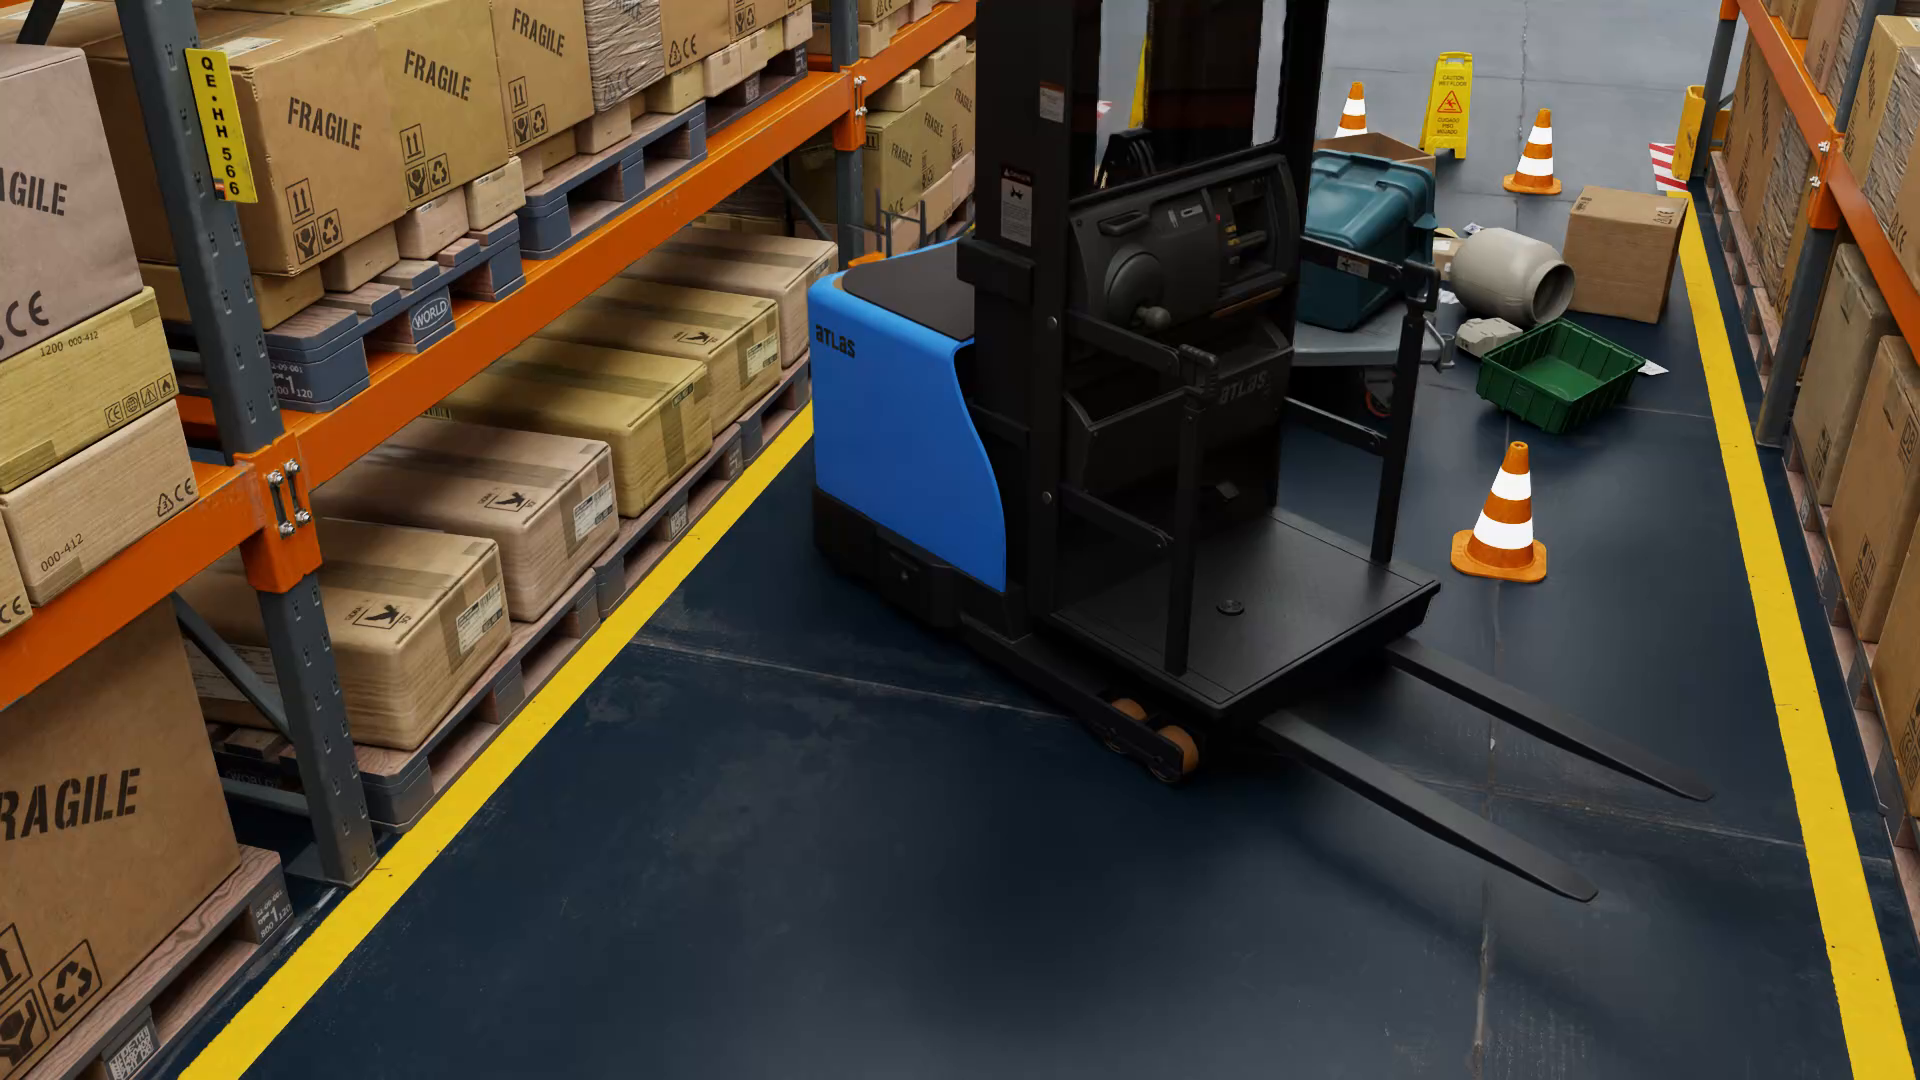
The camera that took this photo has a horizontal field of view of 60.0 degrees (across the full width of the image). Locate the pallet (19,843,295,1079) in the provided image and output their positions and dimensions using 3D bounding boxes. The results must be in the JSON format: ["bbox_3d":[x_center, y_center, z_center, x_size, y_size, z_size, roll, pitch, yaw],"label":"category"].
[{"bbox_3d":[-2.416,1.119,4.022,1.003,0.211,1.213,8,30,15],"label":"pallet"}]

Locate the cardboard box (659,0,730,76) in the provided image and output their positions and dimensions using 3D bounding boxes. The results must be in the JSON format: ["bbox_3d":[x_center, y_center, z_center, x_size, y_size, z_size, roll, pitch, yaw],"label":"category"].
[{"bbox_3d":[-1.156,-1.954,5.837,0.500,0.500,0.500,10,30,17],"label":"cardboard box"}]

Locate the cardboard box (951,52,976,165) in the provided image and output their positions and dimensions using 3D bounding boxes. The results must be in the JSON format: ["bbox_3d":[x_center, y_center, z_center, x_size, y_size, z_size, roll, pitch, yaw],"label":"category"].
[{"bbox_3d":[-0.207,-2.351,9.015,0.500,0.500,0.500,10,31,17],"label":"cardboard box"}]

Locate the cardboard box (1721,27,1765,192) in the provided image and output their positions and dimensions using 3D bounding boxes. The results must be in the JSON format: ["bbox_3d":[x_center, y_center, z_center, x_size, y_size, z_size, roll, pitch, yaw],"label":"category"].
[{"bbox_3d":[4.861,-2.444,9.312,0.875,0.875,0.875,9,30,15],"label":"cardboard box"}]

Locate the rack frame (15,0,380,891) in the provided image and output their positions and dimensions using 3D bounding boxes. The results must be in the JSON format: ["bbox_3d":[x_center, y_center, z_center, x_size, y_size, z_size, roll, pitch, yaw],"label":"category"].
[{"bbox_3d":[-2.113,-0.455,3.983,1.000,3.000,0.127,8,30,15],"label":"rack frame"}]

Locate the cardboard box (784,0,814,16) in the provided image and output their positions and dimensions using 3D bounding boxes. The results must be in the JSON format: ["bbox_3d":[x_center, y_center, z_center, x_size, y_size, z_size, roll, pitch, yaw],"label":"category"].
[{"bbox_3d":[-0.855,-2.424,6.681,0.500,0.500,0.500,8,30,14],"label":"cardboard box"}]

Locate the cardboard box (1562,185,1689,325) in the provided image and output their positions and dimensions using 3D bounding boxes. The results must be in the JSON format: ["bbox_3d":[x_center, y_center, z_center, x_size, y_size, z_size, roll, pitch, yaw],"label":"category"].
[{"bbox_3d":[3.298,-1.431,8.306,0.500,0.500,0.500,14,32,23],"label":"cardboard box"}]

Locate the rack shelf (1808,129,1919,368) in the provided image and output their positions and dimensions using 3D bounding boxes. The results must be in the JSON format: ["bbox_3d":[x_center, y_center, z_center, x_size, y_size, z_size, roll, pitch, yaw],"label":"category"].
[{"bbox_3d":[3.236,-0.411,4.643,1.077,0.370,4.000,8,30,15],"label":"rack shelf"}]

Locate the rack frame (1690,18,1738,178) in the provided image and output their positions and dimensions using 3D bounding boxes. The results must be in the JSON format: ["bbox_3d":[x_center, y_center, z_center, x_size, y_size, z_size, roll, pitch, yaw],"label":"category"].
[{"bbox_3d":[4.997,-3.514,9.481,1.000,3.000,0.127,8,30,15],"label":"rack frame"}]

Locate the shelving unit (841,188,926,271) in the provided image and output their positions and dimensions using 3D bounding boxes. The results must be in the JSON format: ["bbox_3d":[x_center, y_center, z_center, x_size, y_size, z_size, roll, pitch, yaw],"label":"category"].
[{"bbox_3d":[-0.277,-0.695,6.266,0.258,1.200,0.189,22,36,34],"label":"shelving unit"}]

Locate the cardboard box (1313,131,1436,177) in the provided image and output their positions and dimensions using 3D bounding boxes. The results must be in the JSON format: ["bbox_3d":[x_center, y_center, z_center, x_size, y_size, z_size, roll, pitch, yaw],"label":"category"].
[{"bbox_3d":[2.140,-1.905,9.156,0.797,0.503,0.637,-12,31,-20],"label":"cardboard box"}]

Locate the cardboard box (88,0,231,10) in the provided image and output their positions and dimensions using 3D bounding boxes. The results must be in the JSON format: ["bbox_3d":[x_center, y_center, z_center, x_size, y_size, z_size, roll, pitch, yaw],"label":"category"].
[{"bbox_3d":[-2.104,-1.305,4.670,0.500,0.500,0.500,8,30,14],"label":"cardboard box"}]

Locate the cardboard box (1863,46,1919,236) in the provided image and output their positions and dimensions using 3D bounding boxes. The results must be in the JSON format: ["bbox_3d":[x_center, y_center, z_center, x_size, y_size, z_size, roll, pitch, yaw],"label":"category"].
[{"bbox_3d":[3.264,-1.258,5.323,0.500,0.500,0.500,9,30,15],"label":"cardboard box"}]

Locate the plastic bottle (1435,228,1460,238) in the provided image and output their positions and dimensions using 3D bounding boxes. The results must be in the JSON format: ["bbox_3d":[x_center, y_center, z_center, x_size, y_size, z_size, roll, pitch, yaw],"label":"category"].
[{"bbox_3d":[2.679,-1.643,9.140,0.133,0.061,0.283,-1,29,-3],"label":"plastic bottle"}]

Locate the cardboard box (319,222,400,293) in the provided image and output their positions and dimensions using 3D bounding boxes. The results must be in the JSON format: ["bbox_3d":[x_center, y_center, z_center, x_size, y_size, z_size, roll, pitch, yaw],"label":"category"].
[{"bbox_3d":[-1.724,-0.780,4.393,0.380,0.149,0.250,7,30,12],"label":"cardboard box"}]

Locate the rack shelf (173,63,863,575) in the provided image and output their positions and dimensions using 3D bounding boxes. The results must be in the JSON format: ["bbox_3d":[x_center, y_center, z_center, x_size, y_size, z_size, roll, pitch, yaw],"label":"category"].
[{"bbox_3d":[-1.525,-1.070,5.829,1.077,0.370,4.000,8,30,15],"label":"rack shelf"}]

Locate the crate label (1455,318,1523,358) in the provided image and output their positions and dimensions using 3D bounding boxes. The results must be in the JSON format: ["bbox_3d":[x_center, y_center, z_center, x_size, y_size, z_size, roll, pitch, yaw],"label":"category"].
[{"bbox_3d":[2.488,-0.943,7.805,0.298,0.136,0.250,-12,31,-20],"label":"crate label"}]

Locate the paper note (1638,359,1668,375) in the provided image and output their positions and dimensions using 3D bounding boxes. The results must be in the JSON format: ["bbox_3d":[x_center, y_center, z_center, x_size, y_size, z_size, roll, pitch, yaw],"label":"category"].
[{"bbox_3d":[3.155,-0.799,7.655,0.147,0.020,0.142,-12,31,-20],"label":"paper note"}]

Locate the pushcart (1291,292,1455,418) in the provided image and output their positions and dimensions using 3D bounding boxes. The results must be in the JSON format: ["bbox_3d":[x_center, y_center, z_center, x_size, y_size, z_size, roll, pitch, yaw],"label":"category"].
[{"bbox_3d":[1.256,-0.866,7.419,1.648,0.377,0.936,-1,29,-3],"label":"pushcart"}]

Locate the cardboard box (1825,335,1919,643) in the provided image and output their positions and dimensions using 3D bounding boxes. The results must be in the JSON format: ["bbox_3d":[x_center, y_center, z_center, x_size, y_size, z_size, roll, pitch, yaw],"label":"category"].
[{"bbox_3d":[3.440,-0.106,5.238,1.050,0.750,0.750,8,30,15],"label":"cardboard box"}]

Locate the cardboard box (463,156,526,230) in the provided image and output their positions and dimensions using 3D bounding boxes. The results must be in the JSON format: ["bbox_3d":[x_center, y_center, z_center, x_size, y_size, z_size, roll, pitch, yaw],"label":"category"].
[{"bbox_3d":[-1.499,-1.026,4.835,0.380,0.149,0.250,9,30,15],"label":"cardboard box"}]

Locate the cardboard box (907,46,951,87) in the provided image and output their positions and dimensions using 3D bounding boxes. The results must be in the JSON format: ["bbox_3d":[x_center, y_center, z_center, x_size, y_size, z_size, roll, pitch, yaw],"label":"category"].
[{"bbox_3d":[-0.264,-2.432,8.493,0.380,0.149,0.250,10,31,17],"label":"cardboard box"}]

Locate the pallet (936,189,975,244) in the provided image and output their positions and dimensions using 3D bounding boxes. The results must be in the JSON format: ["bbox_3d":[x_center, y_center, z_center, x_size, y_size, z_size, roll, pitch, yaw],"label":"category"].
[{"bbox_3d":[-0.419,-1.982,9.595,1.003,0.211,1.213,8,30,15],"label":"pallet"}]

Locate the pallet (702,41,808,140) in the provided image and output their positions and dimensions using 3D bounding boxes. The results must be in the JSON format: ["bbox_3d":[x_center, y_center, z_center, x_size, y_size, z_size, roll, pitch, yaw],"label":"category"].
[{"bbox_3d":[-1.302,-1.896,6.770,1.003,0.211,1.213,8,30,15],"label":"pallet"}]

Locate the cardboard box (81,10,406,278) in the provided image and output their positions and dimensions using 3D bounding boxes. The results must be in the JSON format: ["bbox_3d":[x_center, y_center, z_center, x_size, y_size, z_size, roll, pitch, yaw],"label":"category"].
[{"bbox_3d":[-1.759,-0.989,4.101,0.500,0.500,0.500,8,30,13],"label":"cardboard box"}]

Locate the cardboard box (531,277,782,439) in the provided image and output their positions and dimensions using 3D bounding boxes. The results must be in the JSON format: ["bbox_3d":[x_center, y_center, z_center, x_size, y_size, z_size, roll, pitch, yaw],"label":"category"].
[{"bbox_3d":[-1.298,-0.771,6.821,0.950,0.372,0.625,10,31,18],"label":"cardboard box"}]

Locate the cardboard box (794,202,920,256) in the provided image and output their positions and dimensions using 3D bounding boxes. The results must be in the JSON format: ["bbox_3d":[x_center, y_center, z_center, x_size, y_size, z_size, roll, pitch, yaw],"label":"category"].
[{"bbox_3d":[-0.507,-1.532,8.314,0.500,0.250,0.500,7,30,13],"label":"cardboard box"}]

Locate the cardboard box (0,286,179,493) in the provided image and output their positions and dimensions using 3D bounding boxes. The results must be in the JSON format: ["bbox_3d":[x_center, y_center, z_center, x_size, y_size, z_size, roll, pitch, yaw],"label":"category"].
[{"bbox_3d":[-2.012,-0.347,3.428,0.500,0.250,0.500,8,30,15],"label":"cardboard box"}]

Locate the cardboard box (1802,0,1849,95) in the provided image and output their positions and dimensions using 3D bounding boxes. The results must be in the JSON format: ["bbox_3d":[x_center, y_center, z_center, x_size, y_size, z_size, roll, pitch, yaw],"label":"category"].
[{"bbox_3d":[4.060,-2.152,6.879,0.875,0.550,0.550,8,30,15],"label":"cardboard box"}]

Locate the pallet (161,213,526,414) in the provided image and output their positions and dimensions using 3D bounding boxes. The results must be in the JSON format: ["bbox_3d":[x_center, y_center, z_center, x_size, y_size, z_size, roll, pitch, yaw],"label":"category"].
[{"bbox_3d":[-2.005,-0.718,4.652,1.213,0.211,1.003,8,30,15],"label":"pallet"}]

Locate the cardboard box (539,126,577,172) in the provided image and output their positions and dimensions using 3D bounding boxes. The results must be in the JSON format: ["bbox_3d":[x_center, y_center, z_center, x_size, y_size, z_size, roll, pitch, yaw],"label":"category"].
[{"bbox_3d":[-1.458,-1.286,5.302,0.380,0.149,0.250,10,31,17],"label":"cardboard box"}]

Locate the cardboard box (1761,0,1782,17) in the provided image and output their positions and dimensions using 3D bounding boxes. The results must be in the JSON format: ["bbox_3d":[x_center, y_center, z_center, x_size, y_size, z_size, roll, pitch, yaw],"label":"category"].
[{"bbox_3d":[4.507,-2.899,8.222,0.875,0.550,0.550,8,30,15],"label":"cardboard box"}]

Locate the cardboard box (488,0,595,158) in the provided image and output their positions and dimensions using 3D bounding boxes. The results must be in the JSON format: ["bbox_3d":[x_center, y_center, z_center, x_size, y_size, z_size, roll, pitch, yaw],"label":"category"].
[{"bbox_3d":[-1.463,-1.480,4.983,0.500,0.500,0.500,9,30,16],"label":"cardboard box"}]

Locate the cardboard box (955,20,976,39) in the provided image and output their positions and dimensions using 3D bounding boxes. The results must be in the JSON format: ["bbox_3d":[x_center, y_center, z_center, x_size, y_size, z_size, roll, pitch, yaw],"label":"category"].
[{"bbox_3d":[0.050,-2.938,9.403,0.380,0.149,0.250,10,31,17],"label":"cardboard box"}]

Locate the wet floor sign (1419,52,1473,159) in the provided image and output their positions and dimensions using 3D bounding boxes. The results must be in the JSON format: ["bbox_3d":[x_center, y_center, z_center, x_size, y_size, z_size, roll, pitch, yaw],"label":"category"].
[{"bbox_3d":[3.113,-2.781,10.585,0.267,0.644,0.232,3,29,6],"label":"wet floor sign"}]

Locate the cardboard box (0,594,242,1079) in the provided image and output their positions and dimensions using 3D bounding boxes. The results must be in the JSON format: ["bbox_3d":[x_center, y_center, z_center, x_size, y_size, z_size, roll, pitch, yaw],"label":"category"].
[{"bbox_3d":[-2.395,0.599,3.842,0.875,0.875,0.875,8,30,14],"label":"cardboard box"}]

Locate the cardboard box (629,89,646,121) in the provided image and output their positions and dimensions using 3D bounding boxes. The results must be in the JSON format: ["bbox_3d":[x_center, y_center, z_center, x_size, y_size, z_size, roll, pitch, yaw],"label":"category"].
[{"bbox_3d":[-1.314,-1.530,5.741,0.380,0.149,0.250,7,30,13],"label":"cardboard box"}]

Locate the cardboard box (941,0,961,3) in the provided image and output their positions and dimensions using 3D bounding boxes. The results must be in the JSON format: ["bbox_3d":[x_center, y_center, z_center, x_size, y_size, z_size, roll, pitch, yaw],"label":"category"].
[{"bbox_3d":[-0.155,-2.898,8.633,0.380,0.149,0.250,9,30,15],"label":"cardboard box"}]

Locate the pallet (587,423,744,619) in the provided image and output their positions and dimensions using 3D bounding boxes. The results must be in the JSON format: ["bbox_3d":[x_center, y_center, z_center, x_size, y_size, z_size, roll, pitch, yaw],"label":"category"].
[{"bbox_3d":[-1.522,-0.165,6.329,1.003,0.211,1.213,8,30,15],"label":"pallet"}]

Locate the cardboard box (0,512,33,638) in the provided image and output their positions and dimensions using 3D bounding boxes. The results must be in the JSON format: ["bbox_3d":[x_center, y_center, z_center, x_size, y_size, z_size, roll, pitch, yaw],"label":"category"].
[{"bbox_3d":[-2.148,0.122,3.100,0.500,0.250,0.500,9,30,16],"label":"cardboard box"}]

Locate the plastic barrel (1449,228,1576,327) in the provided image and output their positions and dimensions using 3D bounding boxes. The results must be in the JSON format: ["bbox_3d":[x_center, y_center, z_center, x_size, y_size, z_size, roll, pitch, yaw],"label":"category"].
[{"bbox_3d":[2.690,-1.275,8.107,0.421,0.421,0.512,-17,34,-28],"label":"plastic barrel"}]

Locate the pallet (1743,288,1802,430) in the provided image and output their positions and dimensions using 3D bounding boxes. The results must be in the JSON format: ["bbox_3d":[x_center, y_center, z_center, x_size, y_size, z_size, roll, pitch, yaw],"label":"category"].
[{"bbox_3d":[4.121,-0.778,7.432,1.003,0.211,1.213,8,30,15],"label":"pallet"}]

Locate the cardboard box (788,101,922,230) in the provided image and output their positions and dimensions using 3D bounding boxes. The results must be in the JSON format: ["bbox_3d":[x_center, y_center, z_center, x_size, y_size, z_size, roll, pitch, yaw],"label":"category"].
[{"bbox_3d":[-0.507,-1.860,8.132,0.500,0.500,0.500,10,31,17],"label":"cardboard box"}]

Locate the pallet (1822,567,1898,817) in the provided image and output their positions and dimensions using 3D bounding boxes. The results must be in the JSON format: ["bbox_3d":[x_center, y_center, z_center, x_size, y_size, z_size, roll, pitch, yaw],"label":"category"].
[{"bbox_3d":[3.313,0.502,5.131,1.003,0.211,1.213,8,30,15],"label":"pallet"}]

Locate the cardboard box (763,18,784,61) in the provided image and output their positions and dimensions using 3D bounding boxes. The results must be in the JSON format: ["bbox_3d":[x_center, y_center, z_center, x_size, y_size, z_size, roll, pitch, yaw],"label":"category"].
[{"bbox_3d":[-0.920,-1.989,6.567,0.380,0.149,0.250,8,30,13],"label":"cardboard box"}]

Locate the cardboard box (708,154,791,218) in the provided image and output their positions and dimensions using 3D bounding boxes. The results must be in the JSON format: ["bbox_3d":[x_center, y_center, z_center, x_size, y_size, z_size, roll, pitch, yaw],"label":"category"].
[{"bbox_3d":[-1.021,-1.937,8.272,0.500,0.500,0.500,8,30,14],"label":"cardboard box"}]

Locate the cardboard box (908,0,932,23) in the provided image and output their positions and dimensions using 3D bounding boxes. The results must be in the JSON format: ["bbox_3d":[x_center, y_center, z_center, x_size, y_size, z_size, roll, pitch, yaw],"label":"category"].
[{"bbox_3d":[-0.360,-2.668,8.218,0.380,0.149,0.250,9,30,16],"label":"cardboard box"}]

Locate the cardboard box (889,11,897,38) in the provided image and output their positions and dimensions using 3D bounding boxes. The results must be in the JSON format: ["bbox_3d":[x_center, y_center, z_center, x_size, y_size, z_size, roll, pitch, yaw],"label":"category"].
[{"bbox_3d":[-0.515,-2.430,7.791,0.380,0.149,0.250,9,30,16],"label":"cardboard box"}]

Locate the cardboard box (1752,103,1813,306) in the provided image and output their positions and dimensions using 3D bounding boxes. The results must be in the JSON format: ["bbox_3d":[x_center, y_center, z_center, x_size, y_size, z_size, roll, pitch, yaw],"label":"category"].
[{"bbox_3d":[4.336,-1.612,7.815,0.875,0.875,0.875,9,30,15],"label":"cardboard box"}]

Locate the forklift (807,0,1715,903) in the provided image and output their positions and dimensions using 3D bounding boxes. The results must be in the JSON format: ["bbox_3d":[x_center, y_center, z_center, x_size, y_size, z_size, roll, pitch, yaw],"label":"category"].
[{"bbox_3d":[0.817,-0.839,4.743,1.130,2.935,3.031,-23,37,-35],"label":"forklift"}]

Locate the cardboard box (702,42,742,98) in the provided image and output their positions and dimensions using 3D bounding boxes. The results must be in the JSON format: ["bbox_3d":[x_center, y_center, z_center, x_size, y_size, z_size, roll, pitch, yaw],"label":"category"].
[{"bbox_3d":[-1.033,-1.746,6.129,0.380,0.149,0.250,9,30,15],"label":"cardboard box"}]

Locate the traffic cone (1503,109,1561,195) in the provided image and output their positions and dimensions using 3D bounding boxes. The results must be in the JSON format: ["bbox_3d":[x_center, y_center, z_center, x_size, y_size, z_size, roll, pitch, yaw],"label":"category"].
[{"bbox_3d":[3.484,-2.361,10.018,0.336,0.463,0.334,8,30,15],"label":"traffic cone"}]

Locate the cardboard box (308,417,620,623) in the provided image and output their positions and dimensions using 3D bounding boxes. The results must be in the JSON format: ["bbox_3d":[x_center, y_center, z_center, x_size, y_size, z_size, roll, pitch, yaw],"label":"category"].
[{"bbox_3d":[-1.728,-0.096,5.608,0.950,0.372,0.625,8,30,14],"label":"cardboard box"}]

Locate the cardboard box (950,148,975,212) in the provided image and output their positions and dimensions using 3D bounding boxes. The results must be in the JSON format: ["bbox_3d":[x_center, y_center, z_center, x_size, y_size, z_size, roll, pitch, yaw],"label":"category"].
[{"bbox_3d":[-0.208,-2.028,9.207,0.500,0.250,0.500,8,30,14],"label":"cardboard box"}]

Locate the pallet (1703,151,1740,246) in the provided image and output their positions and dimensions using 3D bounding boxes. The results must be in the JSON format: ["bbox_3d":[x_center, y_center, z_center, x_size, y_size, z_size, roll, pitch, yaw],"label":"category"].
[{"bbox_3d":[4.837,-1.912,9.471,1.003,0.211,1.213,8,30,15],"label":"pallet"}]

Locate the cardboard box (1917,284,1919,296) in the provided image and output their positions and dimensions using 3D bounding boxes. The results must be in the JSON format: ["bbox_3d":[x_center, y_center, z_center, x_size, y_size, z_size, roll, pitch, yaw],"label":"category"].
[{"bbox_3d":[2.966,-0.790,4.482,0.500,0.500,0.500,9,30,16],"label":"cardboard box"}]

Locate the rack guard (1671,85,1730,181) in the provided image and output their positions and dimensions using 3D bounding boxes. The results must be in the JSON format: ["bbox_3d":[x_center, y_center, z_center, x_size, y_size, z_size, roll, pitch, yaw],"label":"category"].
[{"bbox_3d":[5.004,-2.433,10.109,1.175,0.500,0.348,8,30,15],"label":"rack guard"}]

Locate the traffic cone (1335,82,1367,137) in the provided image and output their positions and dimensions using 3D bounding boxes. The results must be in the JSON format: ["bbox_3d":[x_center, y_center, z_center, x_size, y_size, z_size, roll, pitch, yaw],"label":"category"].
[{"bbox_3d":[2.504,-2.680,10.592,0.336,0.463,0.334,8,30,15],"label":"traffic cone"}]

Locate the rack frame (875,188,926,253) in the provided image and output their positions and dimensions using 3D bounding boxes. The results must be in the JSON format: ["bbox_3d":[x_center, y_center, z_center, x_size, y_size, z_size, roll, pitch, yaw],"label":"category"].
[{"bbox_3d":[-0.218,-0.729,6.327,0.240,1.200,0.006,22,36,34],"label":"rack frame"}]
